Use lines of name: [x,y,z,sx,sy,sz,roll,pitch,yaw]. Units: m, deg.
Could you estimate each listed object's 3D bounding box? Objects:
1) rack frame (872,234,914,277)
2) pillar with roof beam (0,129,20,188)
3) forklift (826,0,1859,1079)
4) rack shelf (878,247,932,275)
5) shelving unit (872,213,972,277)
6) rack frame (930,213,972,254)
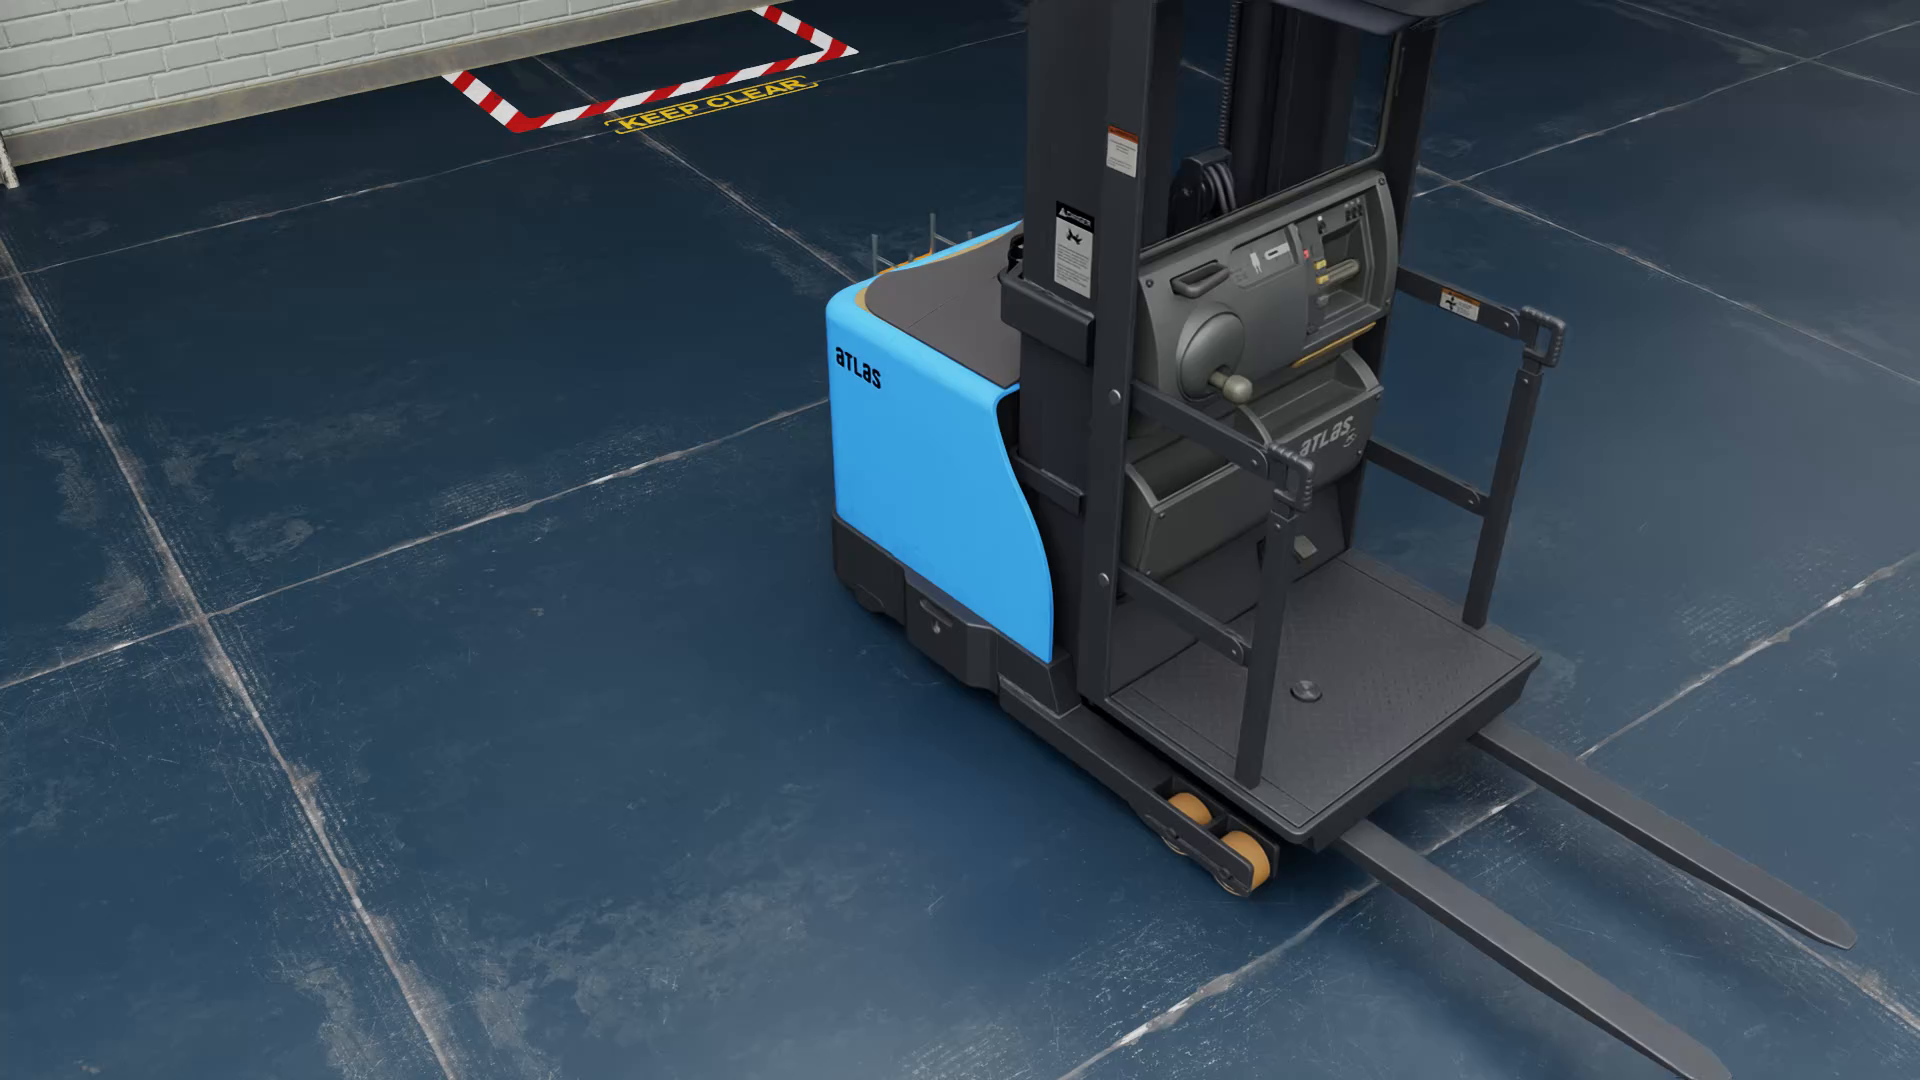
rack frame: [-0.212,-0.505,5.553,0.008,1.050,0.200,-27,44,-32]
pillar with roof beam: [-2.387,-3.344,2.692,0.400,9.000,9.100,-22,41,-28]
forklift: [0.933,-0.582,4.049,1.130,2.935,3.031,-27,44,-32]
rack shelf: [-0.120,-0.774,5.459,0.240,0.259,0.215,-27,44,-32]
shelving unit: [-0.120,-0.552,5.619,0.252,1.050,0.215,-27,44,-32]
rack frame: [-0.028,-0.599,5.684,0.008,1.050,0.200,-27,44,-32]
